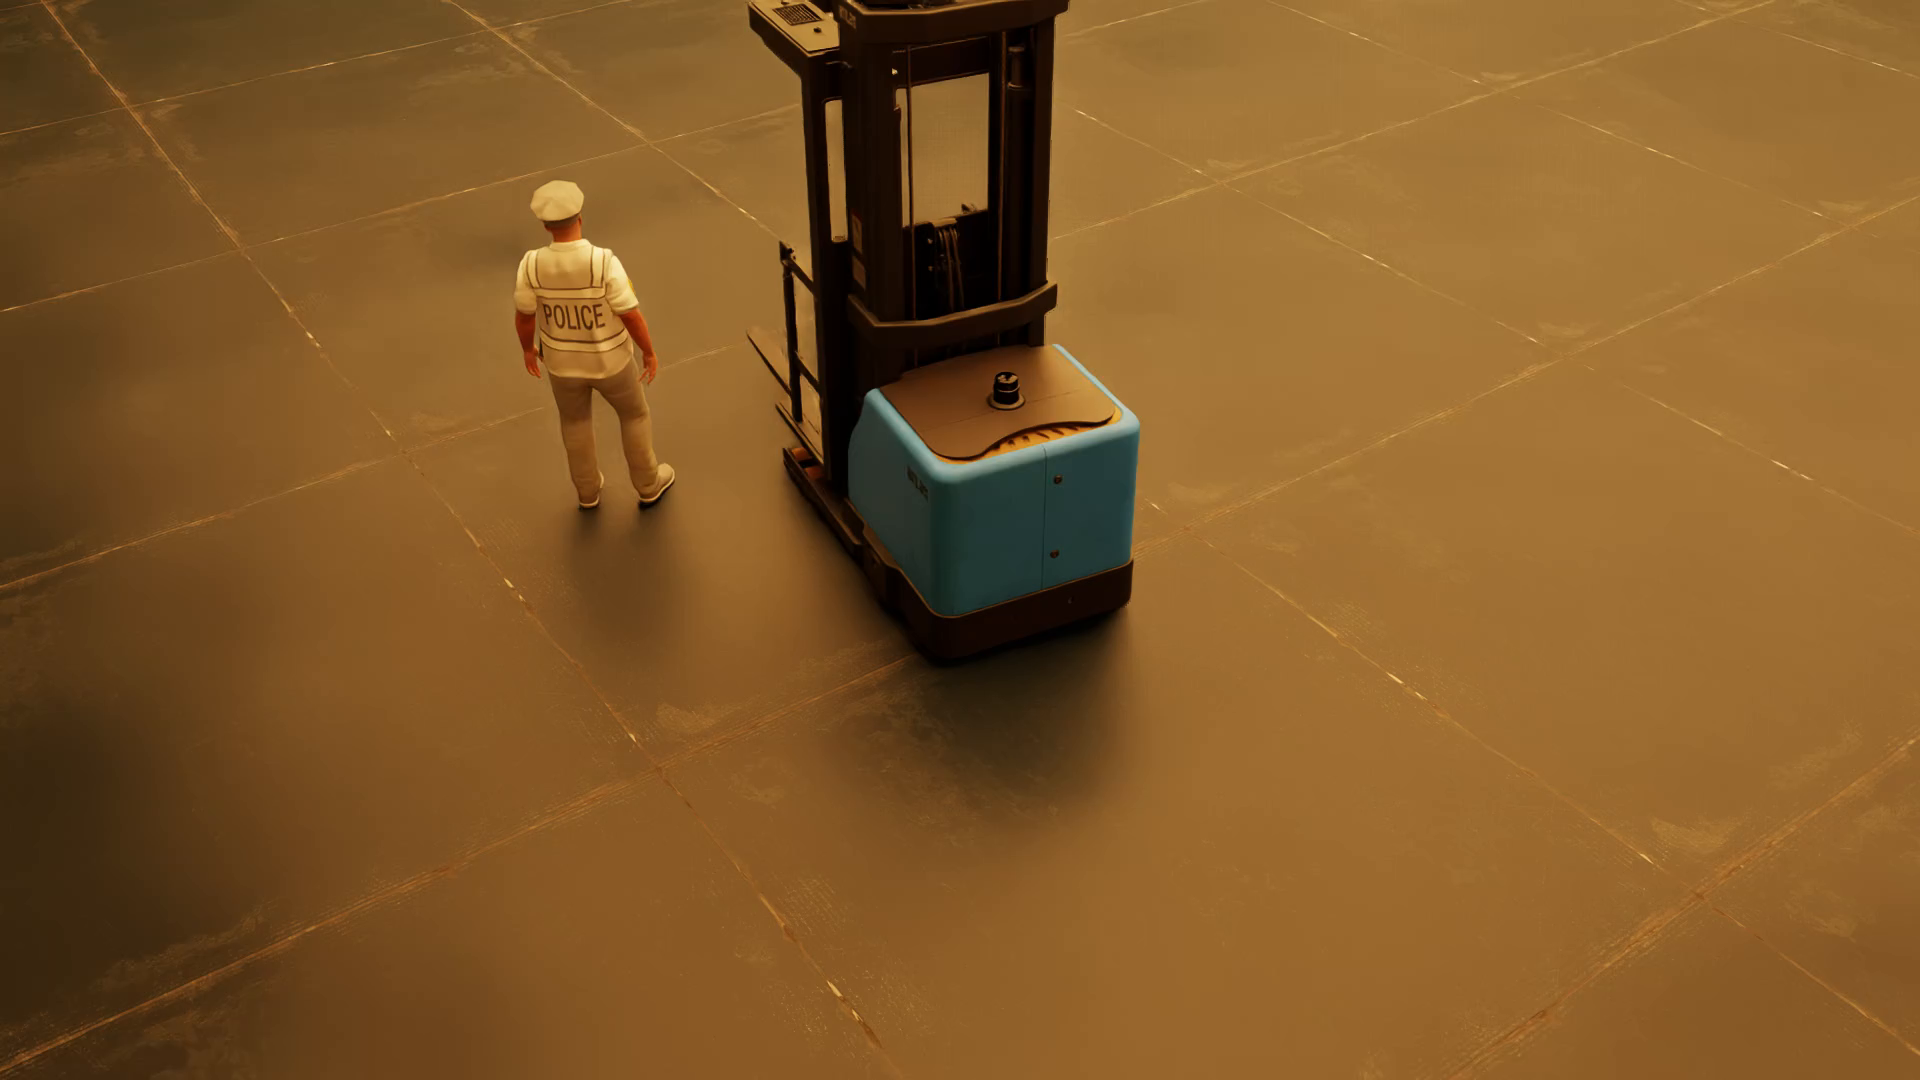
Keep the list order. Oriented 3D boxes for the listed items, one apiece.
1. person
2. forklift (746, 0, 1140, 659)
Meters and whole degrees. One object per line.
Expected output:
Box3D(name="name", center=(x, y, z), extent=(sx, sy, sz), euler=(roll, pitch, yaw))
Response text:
Box3D(name="person", center=(17.704, -0.023, 0.872), extent=(39.941, 9.000, 12.621), euler=(1, 36, 1))
Box3D(name="forklift", center=(-0.284, -1.505, 7.980), extent=(1.130, 2.935, 3.031), euler=(-16, 39, -21))
